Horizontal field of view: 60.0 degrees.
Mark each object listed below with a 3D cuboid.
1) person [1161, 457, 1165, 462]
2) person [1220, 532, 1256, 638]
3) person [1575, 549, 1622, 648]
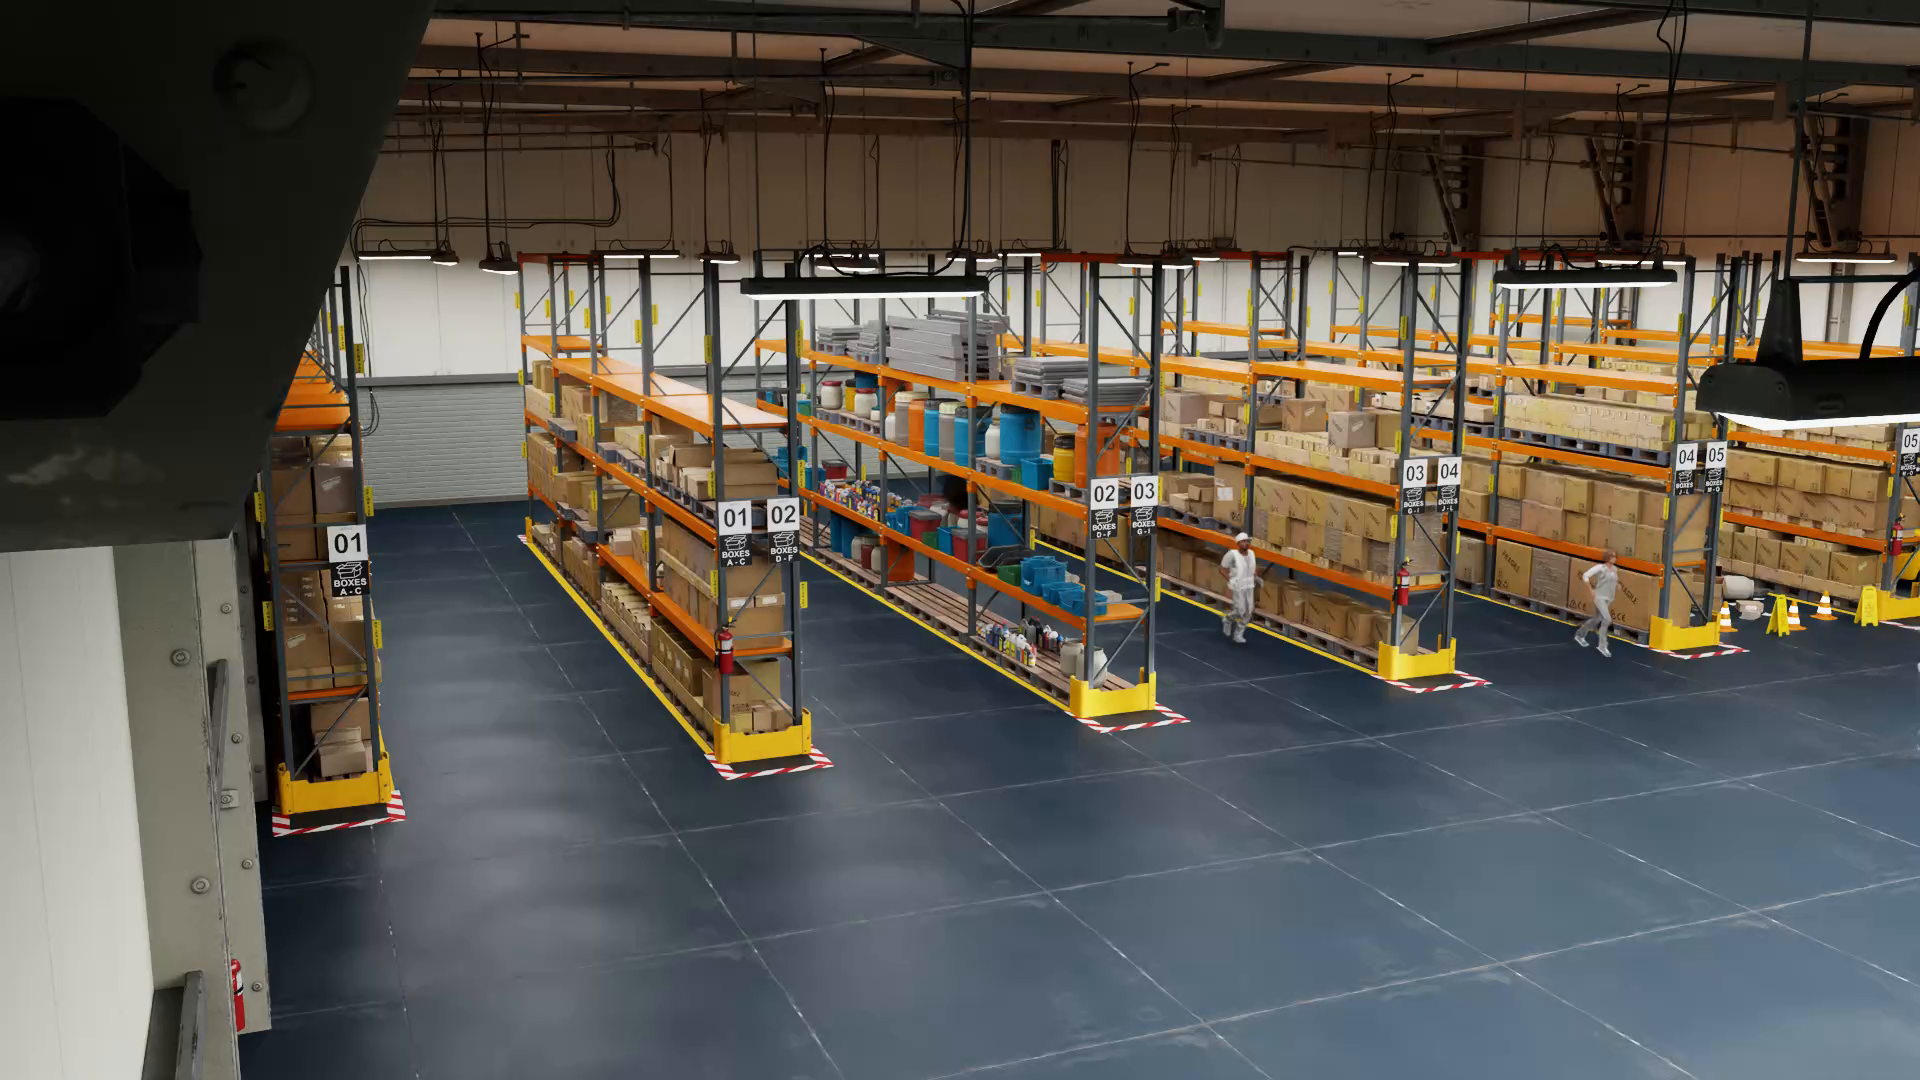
[{"bbox_3d":[4.947,-2.101,41.791,0.516,1.704,0.585,1,10,4],"label":"person"},{"bbox_3d":[4.401,0.718,25.965,0.645,1.682,0.493,-5,12,-28],"label":"person"},{"bbox_3d":[9.855,0.873,25.591,0.534,1.446,0.699,-7,12,-34],"label":"person"}]
